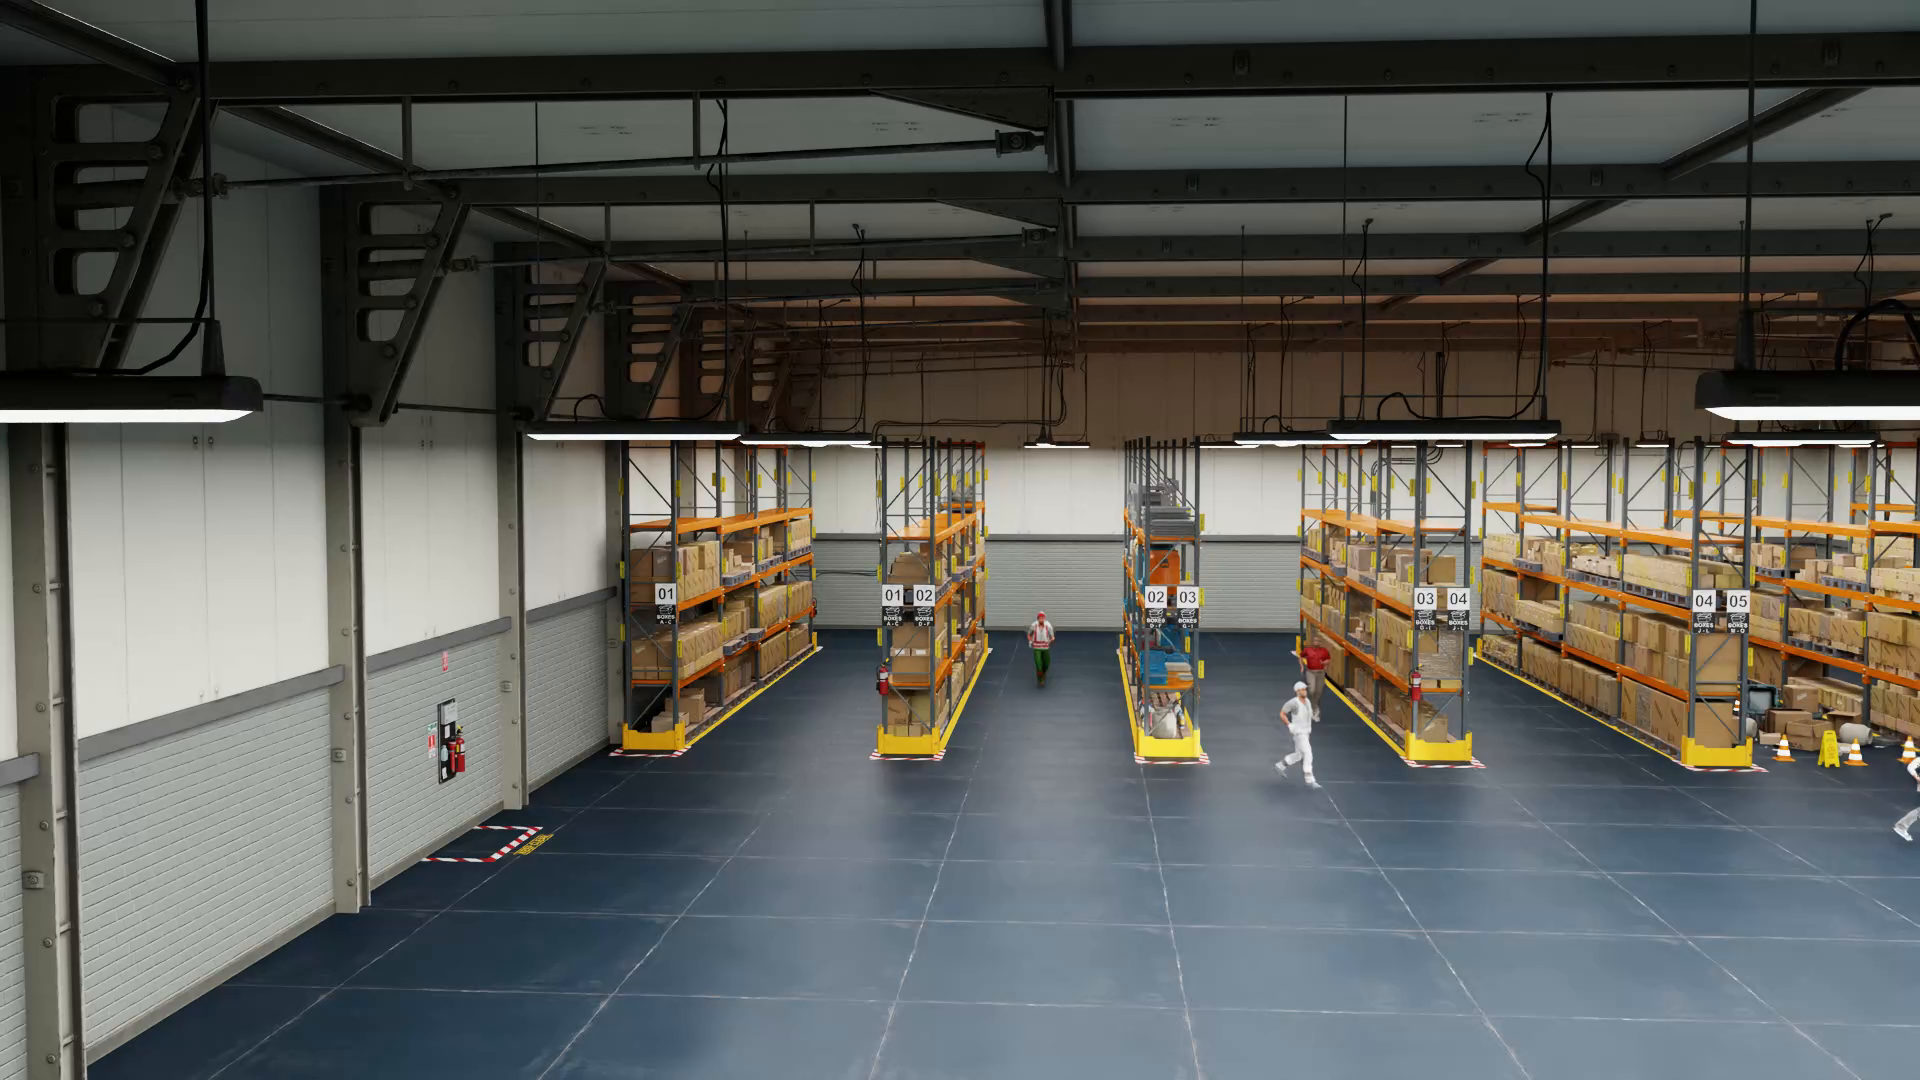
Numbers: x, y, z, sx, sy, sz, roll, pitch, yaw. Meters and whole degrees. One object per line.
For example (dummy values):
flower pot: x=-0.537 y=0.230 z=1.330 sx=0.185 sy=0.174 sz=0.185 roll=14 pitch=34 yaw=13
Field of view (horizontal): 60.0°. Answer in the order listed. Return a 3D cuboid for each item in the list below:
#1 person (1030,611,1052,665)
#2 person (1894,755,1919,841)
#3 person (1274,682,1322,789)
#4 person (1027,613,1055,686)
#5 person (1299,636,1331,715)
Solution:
person: x=2.066 y=2.626 z=42.103 sx=0.607 sy=1.650 sz=0.906 roll=0 pitch=3 yaw=-1
person: x=13.914 y=3.627 z=23.917 sx=0.842 sy=1.598 sz=0.526 roll=2 pitch=4 yaw=38
person: x=5.795 y=3.307 z=28.395 sx=0.923 sy=1.796 sz=0.638 roll=3 pitch=4 yaw=40
person: x=1.982 y=2.669 z=40.678 sx=0.668 sy=1.759 sz=0.856 roll=0 pitch=3 yaw=-3
person: x=7.650 y=2.960 z=35.769 sx=0.633 sy=1.802 sz=0.761 roll=0 pitch=3 yaw=0
